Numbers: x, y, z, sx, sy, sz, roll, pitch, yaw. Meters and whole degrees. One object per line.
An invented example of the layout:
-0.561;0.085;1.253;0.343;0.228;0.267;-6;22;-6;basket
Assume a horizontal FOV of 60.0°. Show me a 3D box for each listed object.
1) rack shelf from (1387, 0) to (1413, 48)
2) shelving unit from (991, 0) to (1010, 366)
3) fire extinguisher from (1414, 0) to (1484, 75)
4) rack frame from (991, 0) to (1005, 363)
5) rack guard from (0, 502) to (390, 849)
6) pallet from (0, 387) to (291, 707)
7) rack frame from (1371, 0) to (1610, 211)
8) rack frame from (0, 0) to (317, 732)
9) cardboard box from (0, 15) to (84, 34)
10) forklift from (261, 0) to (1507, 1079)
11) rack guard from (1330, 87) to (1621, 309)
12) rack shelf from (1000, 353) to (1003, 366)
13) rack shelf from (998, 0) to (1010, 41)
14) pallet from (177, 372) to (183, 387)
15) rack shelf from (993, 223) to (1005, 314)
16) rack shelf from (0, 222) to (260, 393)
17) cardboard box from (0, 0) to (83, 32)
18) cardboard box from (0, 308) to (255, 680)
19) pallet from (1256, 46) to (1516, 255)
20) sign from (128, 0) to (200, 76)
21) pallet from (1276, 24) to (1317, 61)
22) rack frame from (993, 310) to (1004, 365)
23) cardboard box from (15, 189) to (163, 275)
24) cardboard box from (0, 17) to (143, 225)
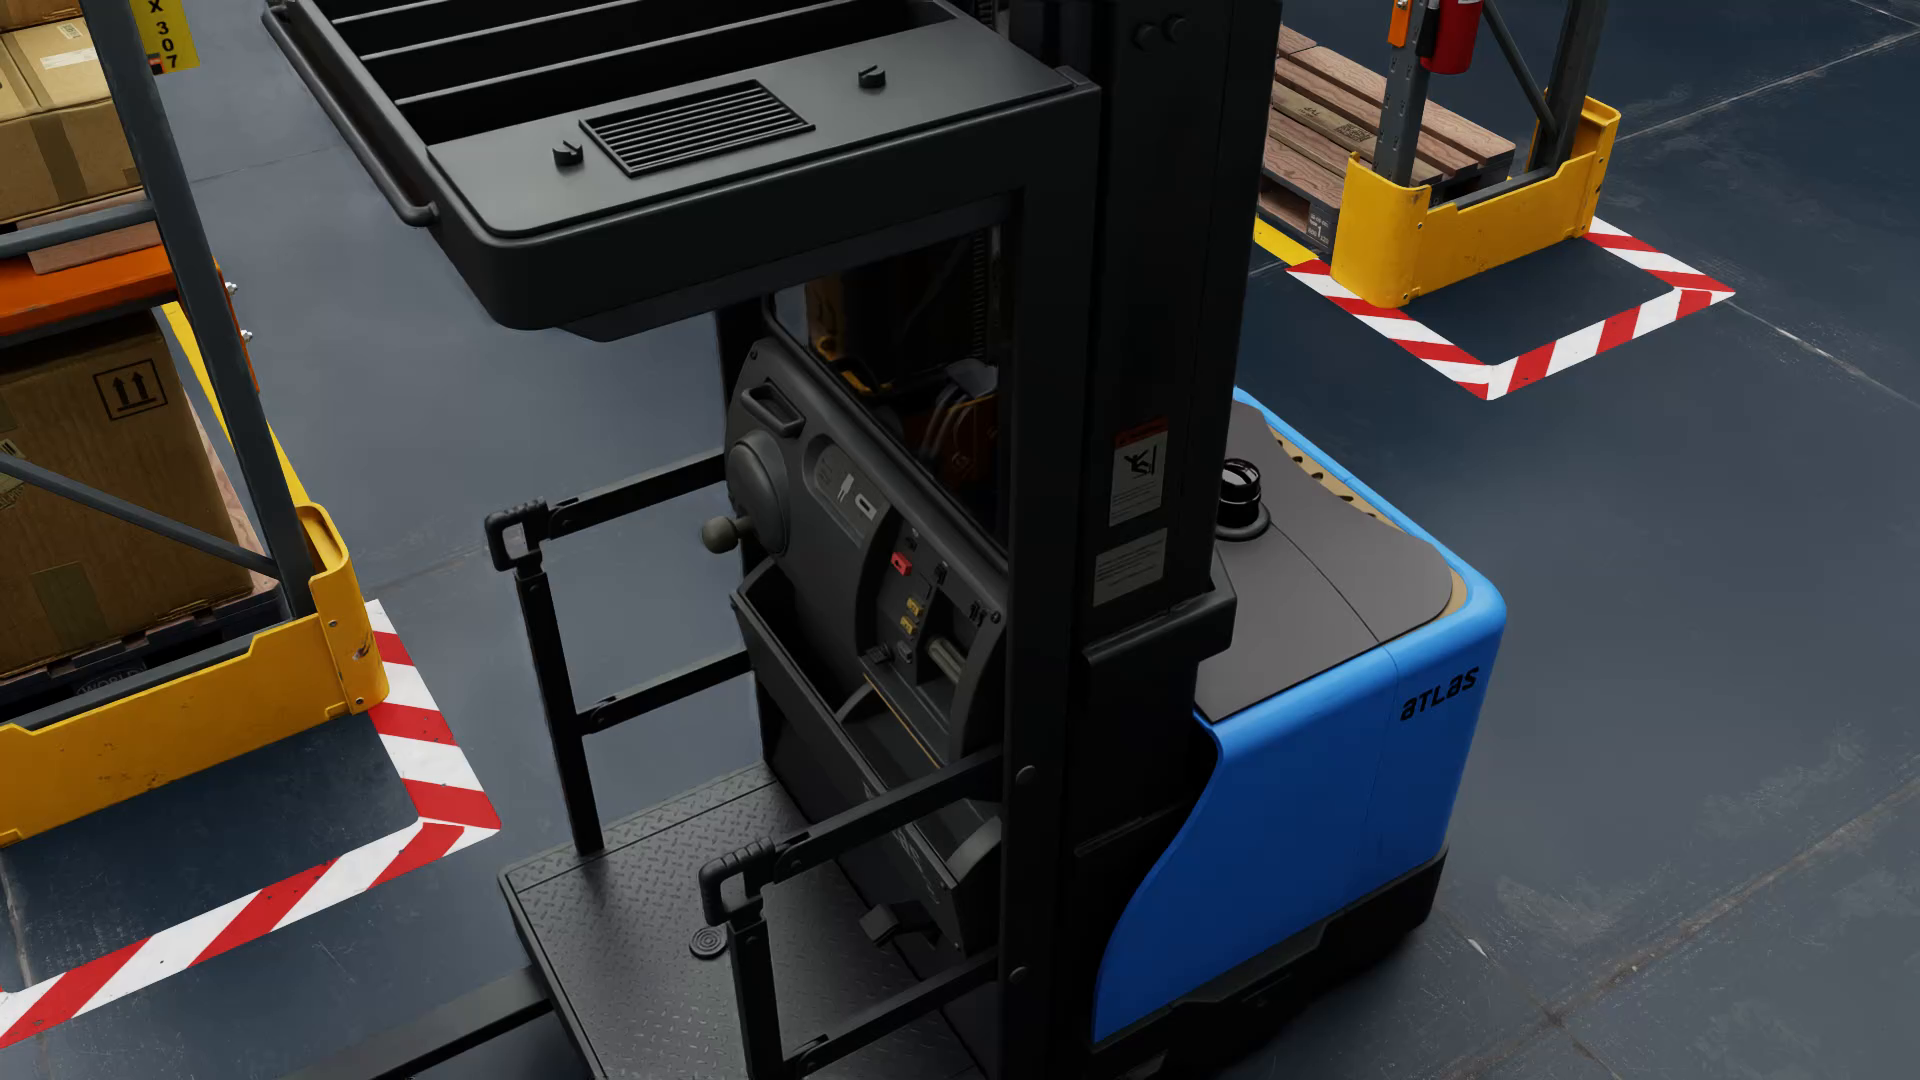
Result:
0.904;-3.116;7.208;1.077;0.370;4.000;-22;45;-24;rack shelf
0.089;-0.717;4.471;0.431;2.100;0.503;-22;45;-24;shelving unit
1.678;-1.902;5.541;0.296;0.674;0.183;-22;45;-24;fire extinguisher
0.220;-0.586;4.313;0.400;2.100;0.015;-22;45;-24;rack frame
-2.183;0.365;4.421;1.175;0.500;0.348;-22;45;-24;rack guard
-2.692;0.059;5.015;1.003;0.211;1.213;-22;45;-24;pallet
1.980;-2.313;5.683;1.000;3.000;0.127;-22;45;-24;rack frame
-2.196;-0.608;3.637;1.000;3.000;0.127;-22;45;-24;rack frame
-2.512;-1.295;4.346;0.500;0.250;0.500;-23;45;-25;cardboard box
-0.371;0.043;2.909;3.031;2.935;1.130;-21;44;-23;forklift
2.004;-1.344;6.473;1.175;0.500;0.348;-22;45;-24;rack guard
0.089;-0.169;4.927;0.431;0.518;0.480;-22;45;-24;rack shelf
0.089;-1.245;4.031;0.431;0.518;0.480;-22;45;-24;rack shelf
-3.344;-0.599;5.804;1.003;0.211;1.213;-22;45;-24;pallet
0.089;-0.707;4.479;0.431;0.518;0.480;-22;45;-24;rack shelf
-3.272;-1.411;5.162;1.077;0.370;4.000;-22;45;-24;rack shelf
-2.496;-1.575;4.096;0.500;0.500;0.500;-23;45;-25;cardboard box
-2.608;-0.271;4.564;0.875;0.875;0.875;-22;45;-24;cardboard box
1.569;-1.700;7.125;1.003;0.211;1.213;-22;45;-24;pallet
-1.725;-1.159;3.559;0.100;0.325;0.005;-22;45;-24;sign
0.917;-2.358;7.915;1.003;0.211;1.213;-22;45;-24;pallet
-0.042;-0.849;4.629;0.400;2.100;0.015;-22;45;-24;rack frame
-2.109;-0.817;4.083;0.380;0.149;0.250;-22;44;-24;cardboard box
-2.227;-1.017;4.012;0.500;0.250;0.500;-23;45;-25;cardboard box
